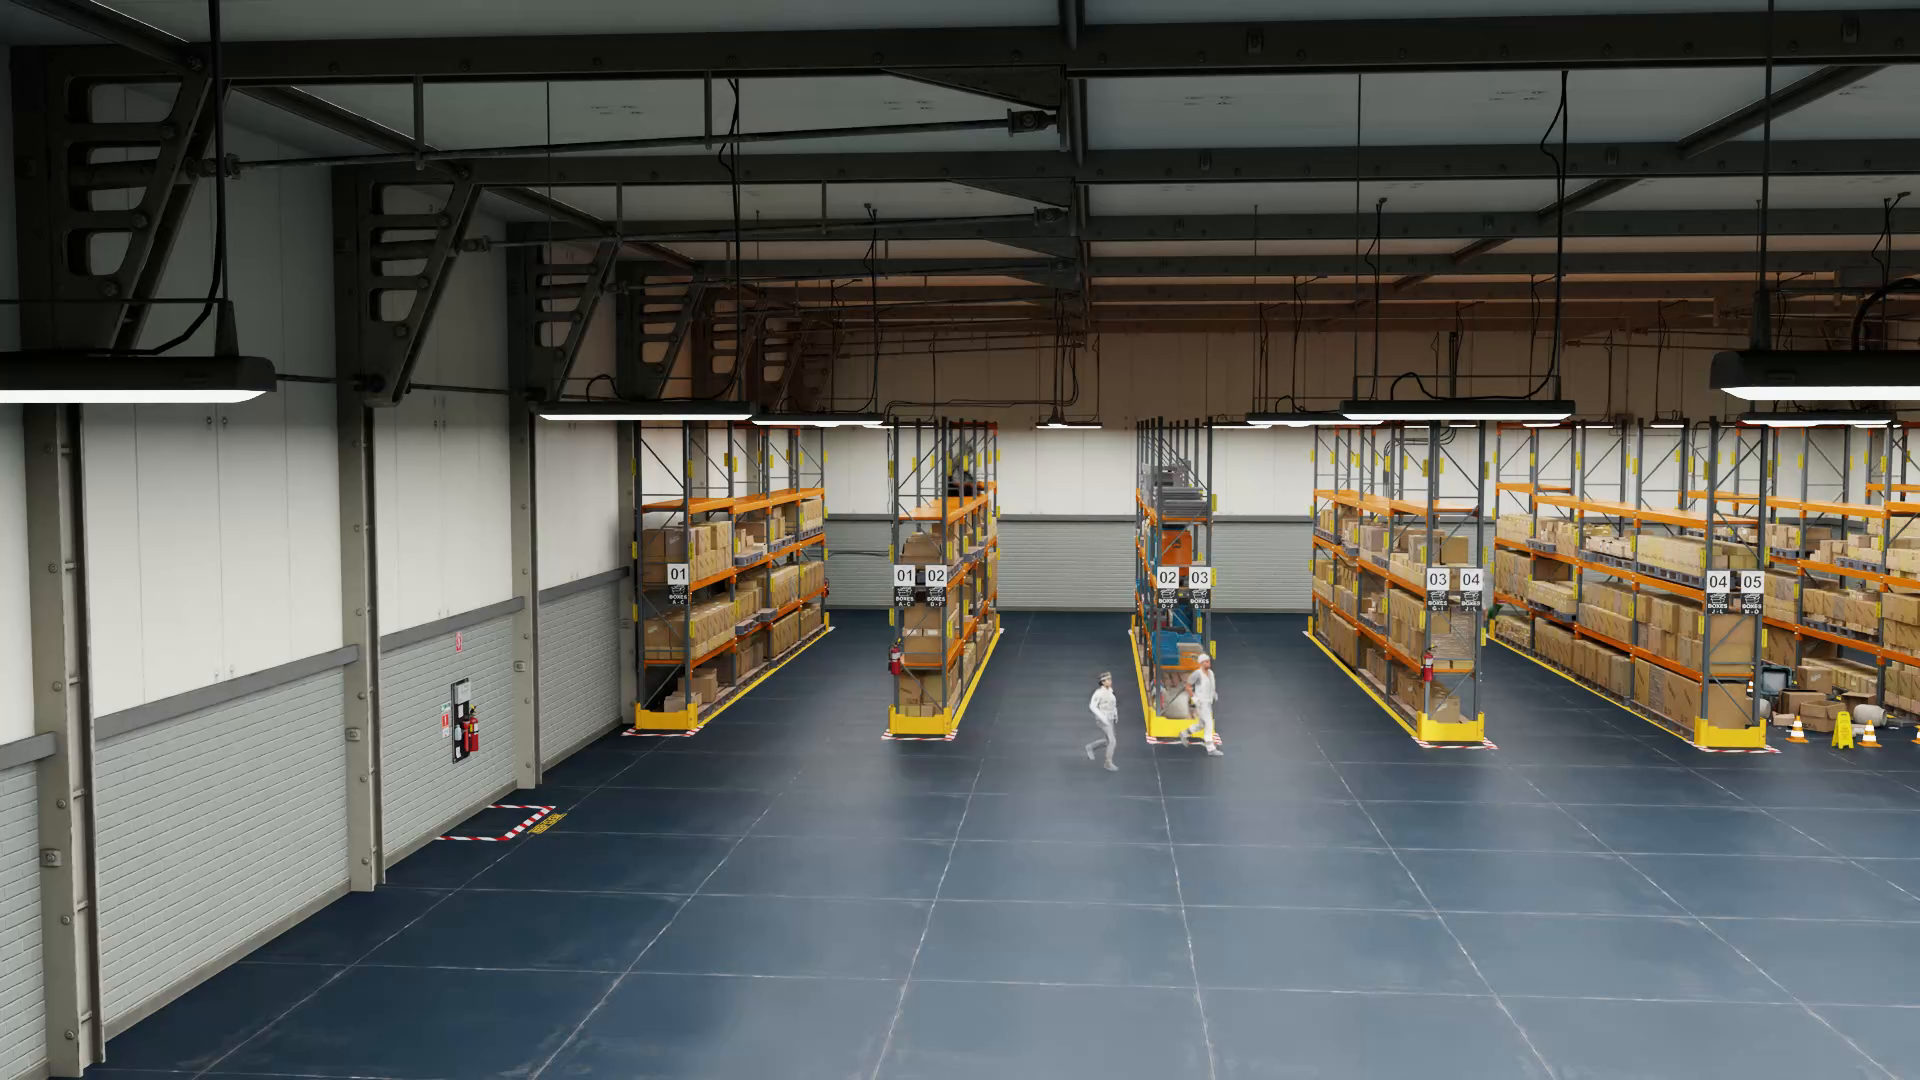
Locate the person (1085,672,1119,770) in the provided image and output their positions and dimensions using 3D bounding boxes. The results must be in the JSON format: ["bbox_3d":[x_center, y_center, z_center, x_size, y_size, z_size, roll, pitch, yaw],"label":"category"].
[{"bbox_3d":[2.424,3.056,28.274,0.641,1.668,0.642,2,4,33],"label":"person"}]

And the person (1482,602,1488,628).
[{"bbox_3d":[13.223,2.133,42.609,0.617,1.629,0.527,1,4,12],"label":"person"}]

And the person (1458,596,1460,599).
[{"bbox_3d":[13.596,1.821,46.674,0.800,1.712,0.759,-2,4,-32],"label":"person"}]

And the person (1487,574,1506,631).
[{"bbox_3d":[15.357,1.784,47.630,0.519,1.705,0.942,1,4,20],"label":"person"}]

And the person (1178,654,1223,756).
[{"bbox_3d":[4.294,2.890,29.452,0.939,1.769,0.657,3,5,42],"label":"person"}]
